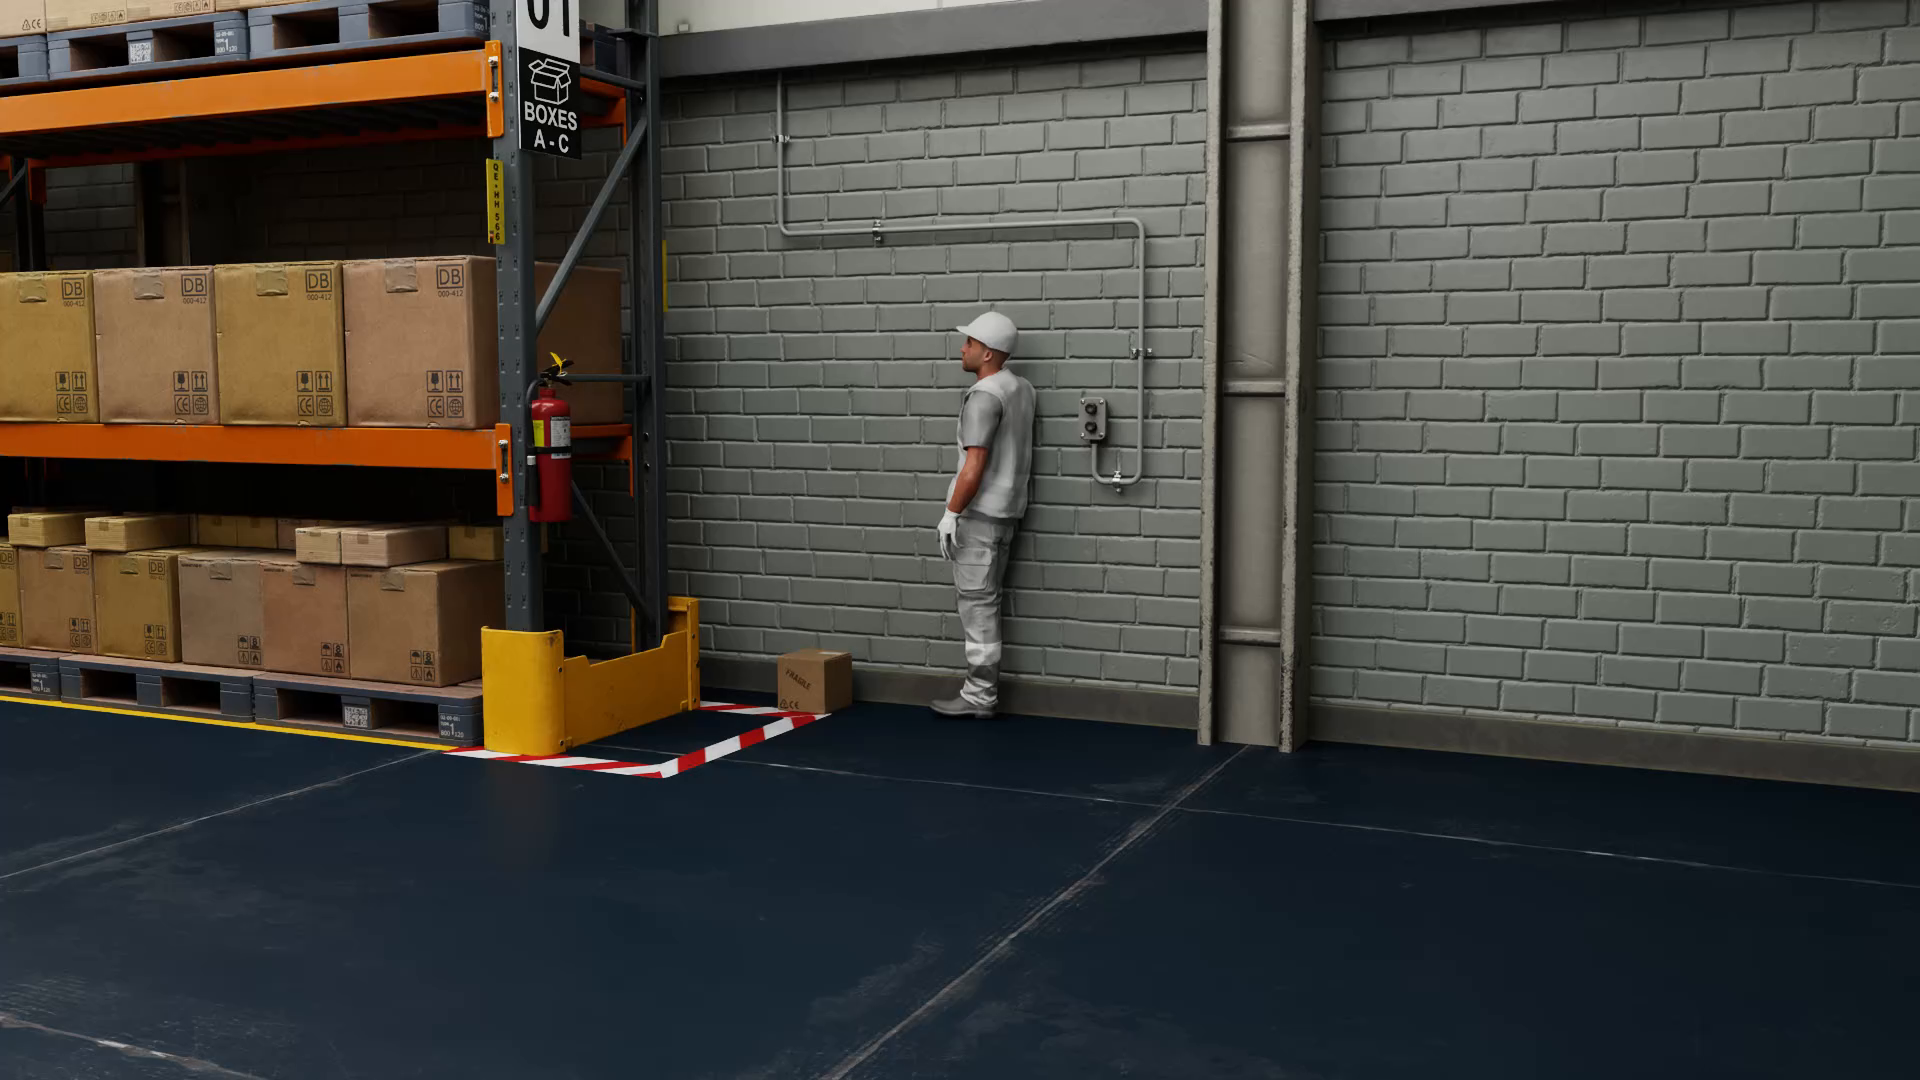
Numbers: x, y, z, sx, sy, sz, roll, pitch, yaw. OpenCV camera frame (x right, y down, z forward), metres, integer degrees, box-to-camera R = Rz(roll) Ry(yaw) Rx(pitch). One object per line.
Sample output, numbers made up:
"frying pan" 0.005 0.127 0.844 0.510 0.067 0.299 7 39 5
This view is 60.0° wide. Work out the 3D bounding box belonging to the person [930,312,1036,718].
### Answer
"person" 0.039 -0.107 7.368 0.565 1.787 0.637 2 6 24
